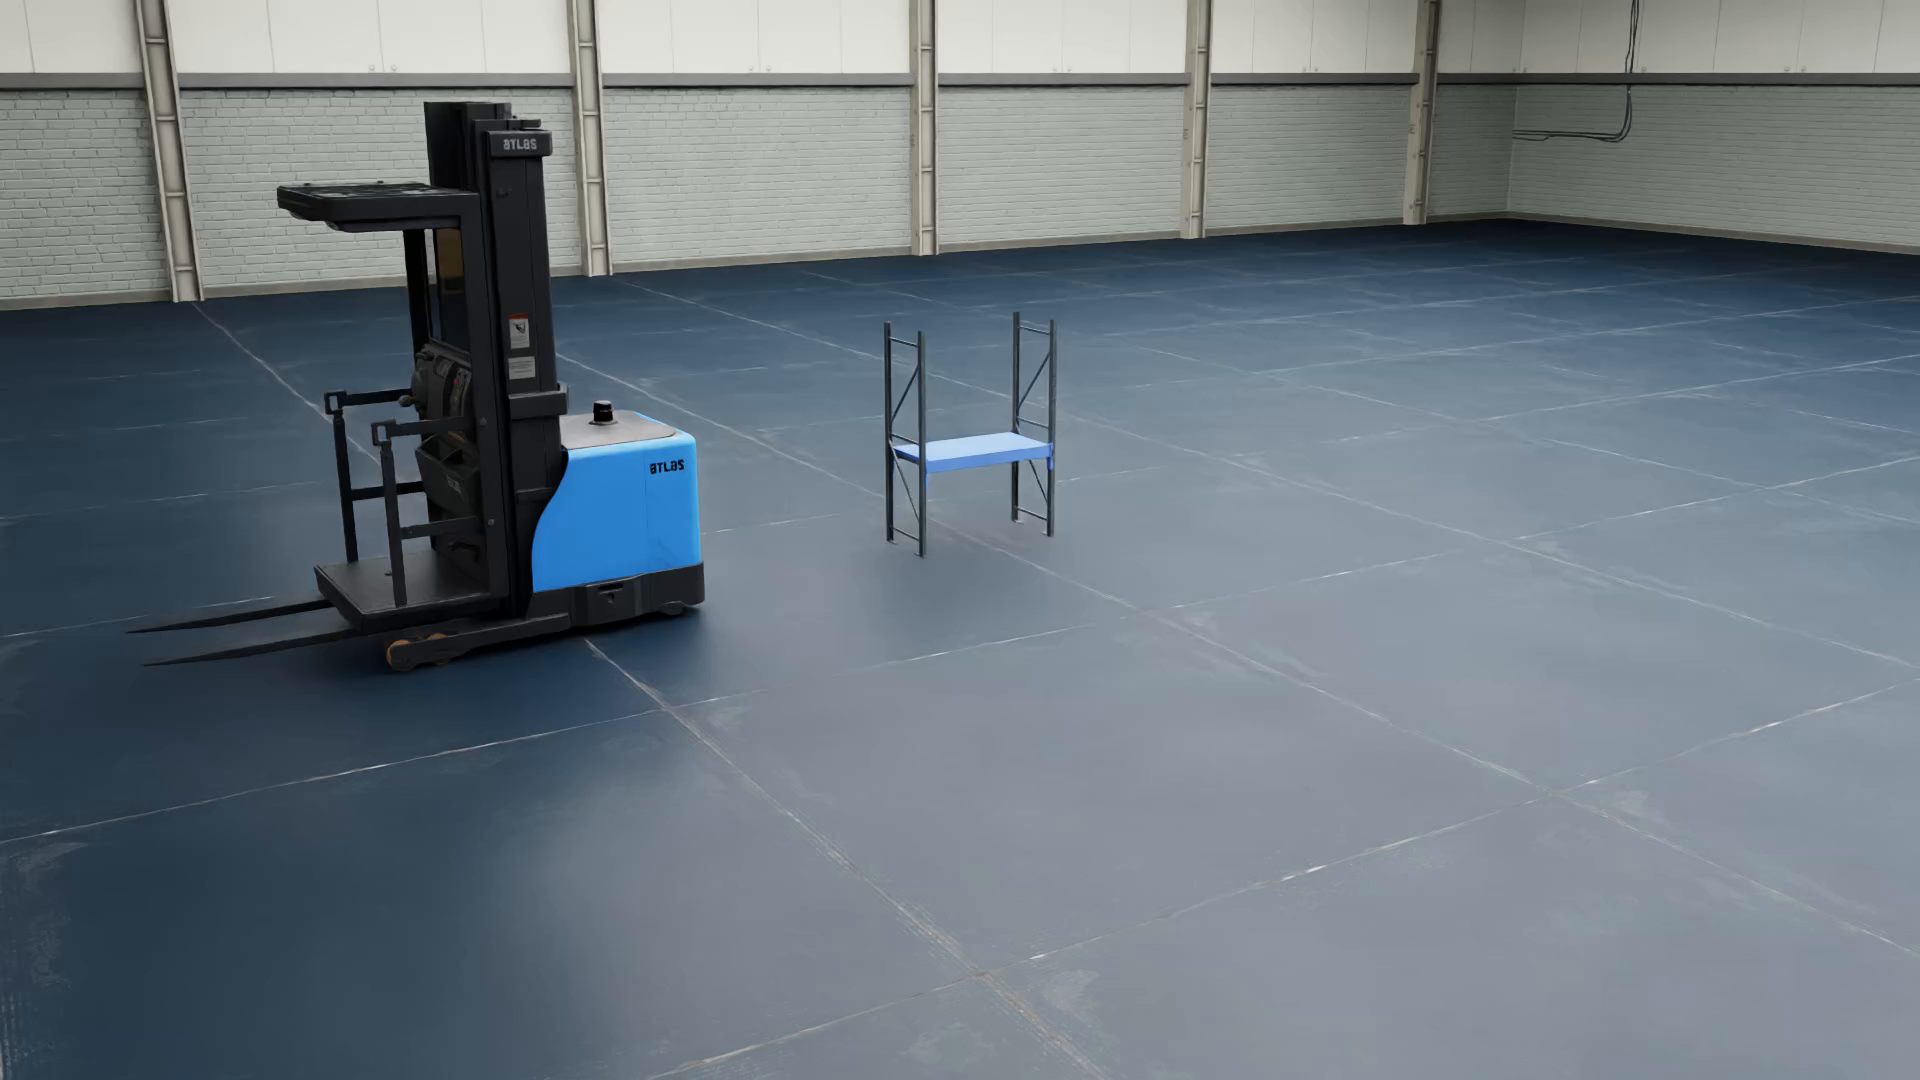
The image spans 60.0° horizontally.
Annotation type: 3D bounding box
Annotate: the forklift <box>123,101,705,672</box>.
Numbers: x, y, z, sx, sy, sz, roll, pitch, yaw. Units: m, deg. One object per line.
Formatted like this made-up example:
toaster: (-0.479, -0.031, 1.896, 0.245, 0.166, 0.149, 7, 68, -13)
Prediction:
forklift: (-3.025, -0.869, 9.081, 3.031, 2.935, 1.130, -10, 19, -32)

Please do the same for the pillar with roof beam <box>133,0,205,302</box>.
pillar with roof beam: (-8.692, -6.724, 18.725, 0.400, 9.000, 9.100, -9, 18, -30)

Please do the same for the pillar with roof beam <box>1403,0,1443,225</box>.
pillar with roof beam: (11.881, -10.060, 30.627, 0.400, 9.000, 9.100, -9, 18, -30)

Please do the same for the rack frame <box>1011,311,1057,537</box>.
rack frame: (0.509, -0.805, 11.502, 0.032, 1.500, 0.500, -9, 18, -30)

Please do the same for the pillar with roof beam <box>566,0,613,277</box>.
pillar with roof beam: (-3.549, -7.558, 21.701, 0.400, 9.000, 9.100, -9, 18, -30)

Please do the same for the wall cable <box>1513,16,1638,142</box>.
wall cable: (12.870, -9.665, 34.968, 0.112, 2.526, 3.097, -9, 18, -30)

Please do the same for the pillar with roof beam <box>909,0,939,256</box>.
pillar with roof beam: (1.595, -8.392, 24.676, 0.400, 9.000, 9.100, -9, 18, -30)

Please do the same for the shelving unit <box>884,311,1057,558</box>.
shelving unit: (0.073, -0.734, 11.250, 1.048, 1.500, 0.538, -9, 18, -30)

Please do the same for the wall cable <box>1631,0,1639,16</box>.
wall cable: (14.263, -11.471, 32.054, 0.112, 2.526, 3.097, -9, 18, -30)

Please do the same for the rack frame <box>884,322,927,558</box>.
rack frame: (-0.363, -0.663, 10.998, 0.032, 1.500, 0.500, -9, 18, -30)

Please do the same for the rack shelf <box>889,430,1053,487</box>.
rack shelf: (0.073, -0.561, 11.298, 1.000, 0.185, 0.538, -9, 18, -30)

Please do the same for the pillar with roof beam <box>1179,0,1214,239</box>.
pillar with roof beam: (6.738, -9.226, 27.651, 0.400, 9.000, 9.100, -9, 18, -30)
